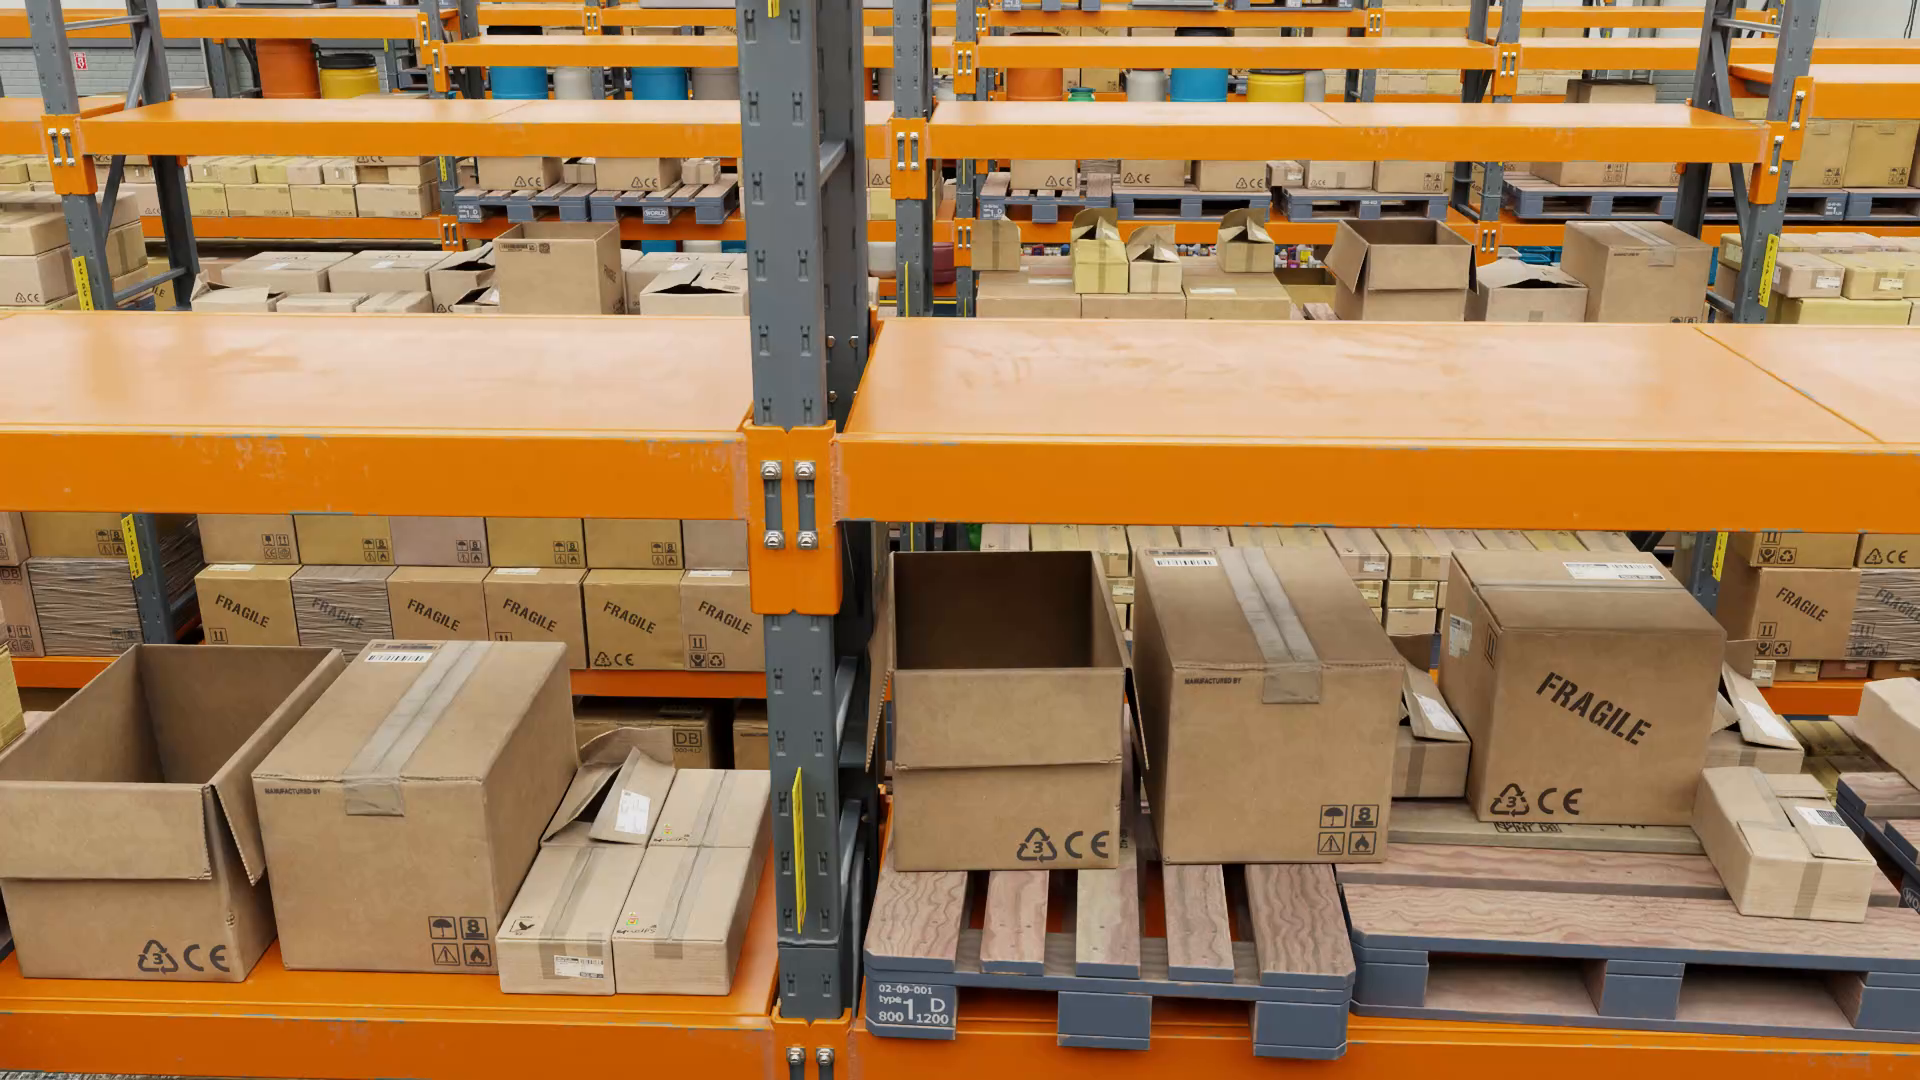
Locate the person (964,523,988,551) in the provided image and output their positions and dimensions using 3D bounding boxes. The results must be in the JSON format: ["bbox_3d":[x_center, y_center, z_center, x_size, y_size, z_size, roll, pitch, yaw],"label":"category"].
[{"bbox_3d":[0.238,-0.261,12.392,0.569,1.782,0.494,1,21,2],"label":"person"}]
